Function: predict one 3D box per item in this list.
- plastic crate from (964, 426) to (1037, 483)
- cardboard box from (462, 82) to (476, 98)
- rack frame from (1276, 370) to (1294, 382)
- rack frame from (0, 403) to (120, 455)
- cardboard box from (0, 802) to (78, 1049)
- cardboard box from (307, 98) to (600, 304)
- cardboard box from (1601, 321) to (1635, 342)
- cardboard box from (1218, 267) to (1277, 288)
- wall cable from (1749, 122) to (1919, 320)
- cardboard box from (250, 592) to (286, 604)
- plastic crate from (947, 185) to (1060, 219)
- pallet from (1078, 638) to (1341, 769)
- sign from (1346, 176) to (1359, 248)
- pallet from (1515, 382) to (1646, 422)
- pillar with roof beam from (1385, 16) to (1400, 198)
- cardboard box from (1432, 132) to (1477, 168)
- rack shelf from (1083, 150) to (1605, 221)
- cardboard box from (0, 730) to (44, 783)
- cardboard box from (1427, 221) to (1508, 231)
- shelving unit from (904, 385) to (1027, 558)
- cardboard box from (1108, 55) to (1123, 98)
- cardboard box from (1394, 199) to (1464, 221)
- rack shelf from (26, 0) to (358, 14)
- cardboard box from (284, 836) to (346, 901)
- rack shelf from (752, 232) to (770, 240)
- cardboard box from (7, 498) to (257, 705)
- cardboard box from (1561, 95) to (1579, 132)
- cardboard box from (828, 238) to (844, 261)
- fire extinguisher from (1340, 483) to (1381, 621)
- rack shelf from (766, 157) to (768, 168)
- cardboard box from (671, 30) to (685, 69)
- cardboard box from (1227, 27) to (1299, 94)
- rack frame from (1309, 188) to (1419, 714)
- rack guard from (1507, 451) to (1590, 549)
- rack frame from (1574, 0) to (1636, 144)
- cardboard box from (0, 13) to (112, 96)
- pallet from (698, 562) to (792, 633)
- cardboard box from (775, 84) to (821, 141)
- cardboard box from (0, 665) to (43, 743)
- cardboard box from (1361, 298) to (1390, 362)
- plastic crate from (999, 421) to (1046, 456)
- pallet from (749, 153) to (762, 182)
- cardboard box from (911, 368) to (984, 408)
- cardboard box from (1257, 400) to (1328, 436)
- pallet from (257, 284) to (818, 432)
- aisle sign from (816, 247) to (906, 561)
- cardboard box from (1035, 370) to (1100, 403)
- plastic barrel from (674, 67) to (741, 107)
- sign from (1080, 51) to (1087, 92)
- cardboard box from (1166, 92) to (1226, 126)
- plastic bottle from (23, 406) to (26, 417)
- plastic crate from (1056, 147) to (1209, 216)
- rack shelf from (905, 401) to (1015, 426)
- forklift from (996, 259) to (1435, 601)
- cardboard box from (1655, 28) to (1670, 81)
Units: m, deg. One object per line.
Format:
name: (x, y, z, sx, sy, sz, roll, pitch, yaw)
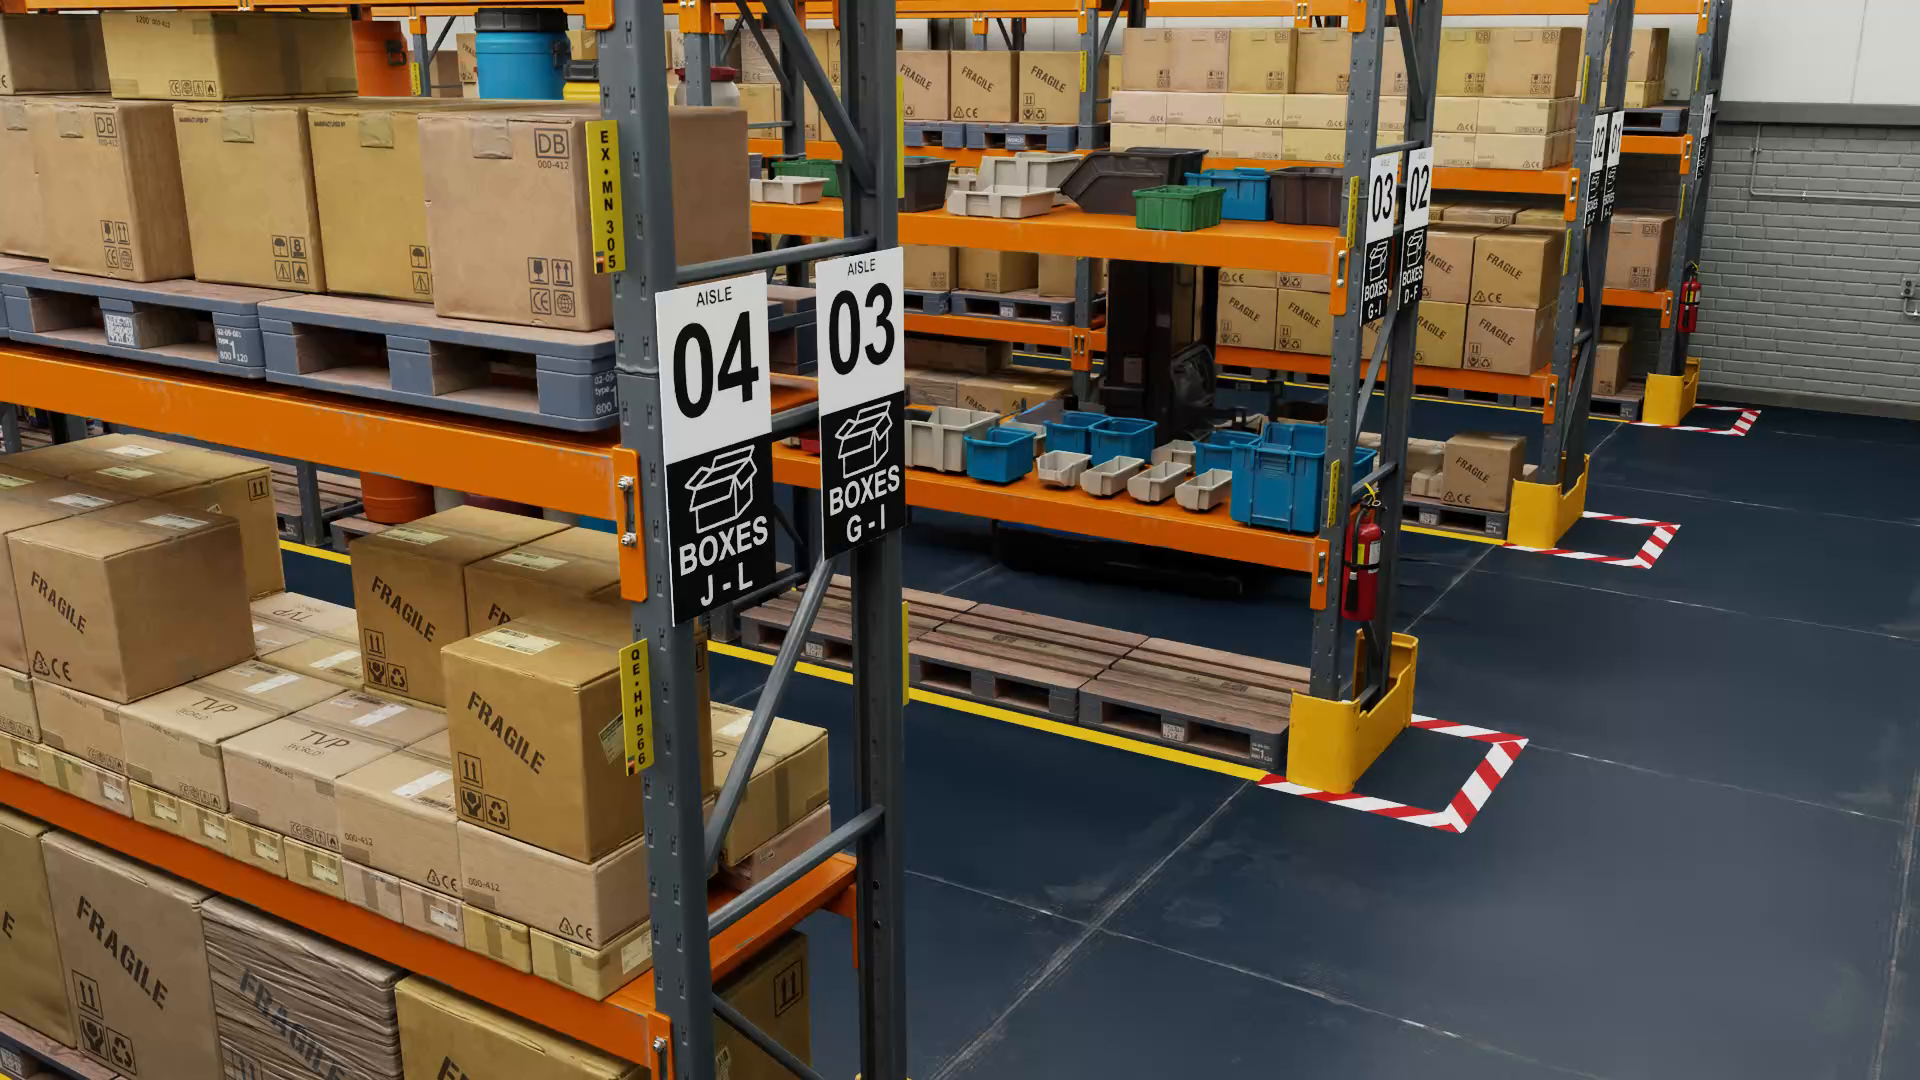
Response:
plastic crate: (0.230, -0.486, 9.507, 0.300, 0.233, 0.416, 10, 20, 30)
cardboard box: (-4.996, -4.809, 17.926, 0.500, 0.250, 0.500, 13, 21, 36)
rack frame: (3.891, -3.351, 18.752, 0.127, 3.000, 1.000, 10, 20, 30)
rack frame: (-8.111, -2.114, 14.681, 0.127, 3.000, 1.000, 10, 20, 30)
cardboard box: (-3.366, 1.265, 6.488, 0.875, 0.875, 0.875, 10, 20, 30)
cardboard box: (-1.365, -0.975, 4.704, 0.500, 0.500, 0.700, 9, 19, 28)
cardboard box: (6.861, -2.170, 17.327, 0.250, 0.149, 0.380, 10, 20, 30)
cardboard box: (2.433, -2.352, 13.570, 0.500, 0.500, 0.500, 9, 19, 28)
wall cable: (8.885, -3.268, 16.732, 1.851, 1.984, 0.084, 10, 20, 30)
cardboard box: (-2.930, 0.339, 6.351, 0.500, 0.250, 0.500, 11, 20, 32)
plastic crate: (0.224, -1.851, 9.106, 0.530, 0.136, 0.437, 10, 20, 30)
pallet: (1.432, 0.910, 9.522, 1.213, 0.211, 1.003, 10, 20, 30)
sign: (1.840, -1.535, 7.794, 0.005, 0.325, 0.100, 10, 20, 30)
pallet: (6.577, -1.511, 17.491, 1.213, 0.211, 1.003, 10, 20, 30)
pillar with roof beam: (2.687, -5.263, 14.725, 0.400, 9.000, 9.100, 10, 20, 30)
cardboard box: (3.714, -2.970, 12.596, 0.500, 0.250, 0.500, 10, 20, 30)
rack shelf: (3.006, -2.910, 13.379, 4.000, 0.370, 1.077, 10, 20, 30)
cardboard box: (-3.135, 0.696, 5.860, 0.250, 0.149, 0.380, 10, 19, 29)
cardboard box: (4.020, -2.252, 13.241, 0.500, 0.500, 0.500, 10, 20, 31)
shelving unit: (-0.073, -0.541, 12.729, 1.048, 1.125, 0.538, 9, 19, 27)
cardboard box: (1.869, -5.439, 19.535, 0.500, 0.500, 0.700, 11, 20, 33)
cardboard box: (4.963, -3.296, 18.054, 0.700, 0.700, 0.980, 10, 19, 29)
rack shelf: (-6.407, -4.145, 12.970, 4.000, 0.370, 1.077, 10, 20, 30)
cardboard box: (-1.825, 0.930, 5.090, 0.250, 0.149, 0.380, 10, 19, 29)
rack shelf: (-1.222, -3.919, 21.861, 4.000, 0.370, 1.077, 10, 20, 30)
cardboard box: (-2.751, 0.191, 5.548, 0.500, 0.500, 0.500, 9, 19, 28)
cardboard box: (4.408, -3.260, 12.691, 0.500, 0.250, 0.500, 10, 20, 30)
cardboard box: (-0.832, -2.727, 15.802, 0.500, 0.500, 0.700, 15, 22, 40)
fire extinguisher: (2.005, 0.062, 8.291, 0.183, 0.674, 0.296, 10, 20, 30)
rack shelf: (-3.811, -4.127, 17.384, 4.000, 0.370, 1.077, 10, 20, 30)
cardboard box: (-3.495, -6.548, 22.189, 0.500, 0.500, 0.500, 8, 19, 25)
cardboard box: (2.517, -3.835, 13.292, 0.500, 0.500, 0.700, 10, 20, 30)
rack frame: (2.114, -0.289, 8.672, 0.127, 3.000, 1.000, 10, 20, 30)
rack guard: (4.645, -0.331, 13.110, 0.348, 0.500, 1.175, 10, 20, 30)
rack frame: (4.710, -4.386, 11.836, 0.127, 3.000, 1.000, 10, 20, 30)
cardboard box: (-3.088, -1.617, 5.525, 0.500, 0.250, 0.500, 9, 19, 27)
pallet: (-1.930, 0.309, 11.500, 1.213, 0.211, 1.003, 10, 20, 30)
cardboard box: (-1.283, -4.080, 15.818, 0.500, 0.500, 0.910, 10, 20, 30)
cardboard box: (-3.202, 0.472, 5.913, 0.500, 0.250, 0.500, 10, 20, 30)
cardboard box: (3.320, -1.719, 13.207, 0.500, 0.500, 0.500, 10, 20, 30)
plastic crate: (0.347, -0.610, 10.077, 0.466, 0.136, 0.293, 10, 20, 30)
pallet: (-2.013, -2.337, 10.579, 1.003, 0.211, 1.213, 10, 20, 30)
cardboard box: (-0.113, -1.296, 15.530, 0.500, 0.500, 0.500, 10, 20, 31)
cardboard box: (2.905, -0.855, 14.074, 0.637, 0.503, 0.797, 10, 20, 30)
pallet: (-1.115, -0.565, 4.573, 1.213, 0.211, 1.003, 10, 20, 30)
aisle sign: (-0.259, -0.370, 4.464, 0.004, 0.787, 0.394, 10, 20, 30)
cardboard box: (1.017, -1.272, 15.452, 0.500, 0.500, 0.500, 9, 19, 28)
plastic barrel: (-1.611, -2.741, 10.626, 0.433, 0.535, 0.433, 0, 17, 0)
sign: (1.014, -3.857, 13.689, 0.005, 0.325, 0.100, 10, 20, 30)
cardboard box: (2.013, -3.515, 13.530, 0.500, 0.250, 0.500, 10, 20, 30)
plastic bottle: (-8.972, -1.289, 16.021, 0.097, 0.201, 0.097, 0, 17, 0)
plastic crate: (0.956, -1.995, 9.234, 0.767, 0.338, 0.504, 10, 20, 30)
rack shelf: (-0.073, -0.822, 12.643, 1.000, 0.278, 0.538, 9, 19, 27)
forklift: (1.825, -1.156, 11.644, 3.031, 2.935, 1.130, 8, 19, 24)
cardboard box: (6.803, -4.885, 16.713, 0.500, 0.500, 0.500, 9, 19, 28)
